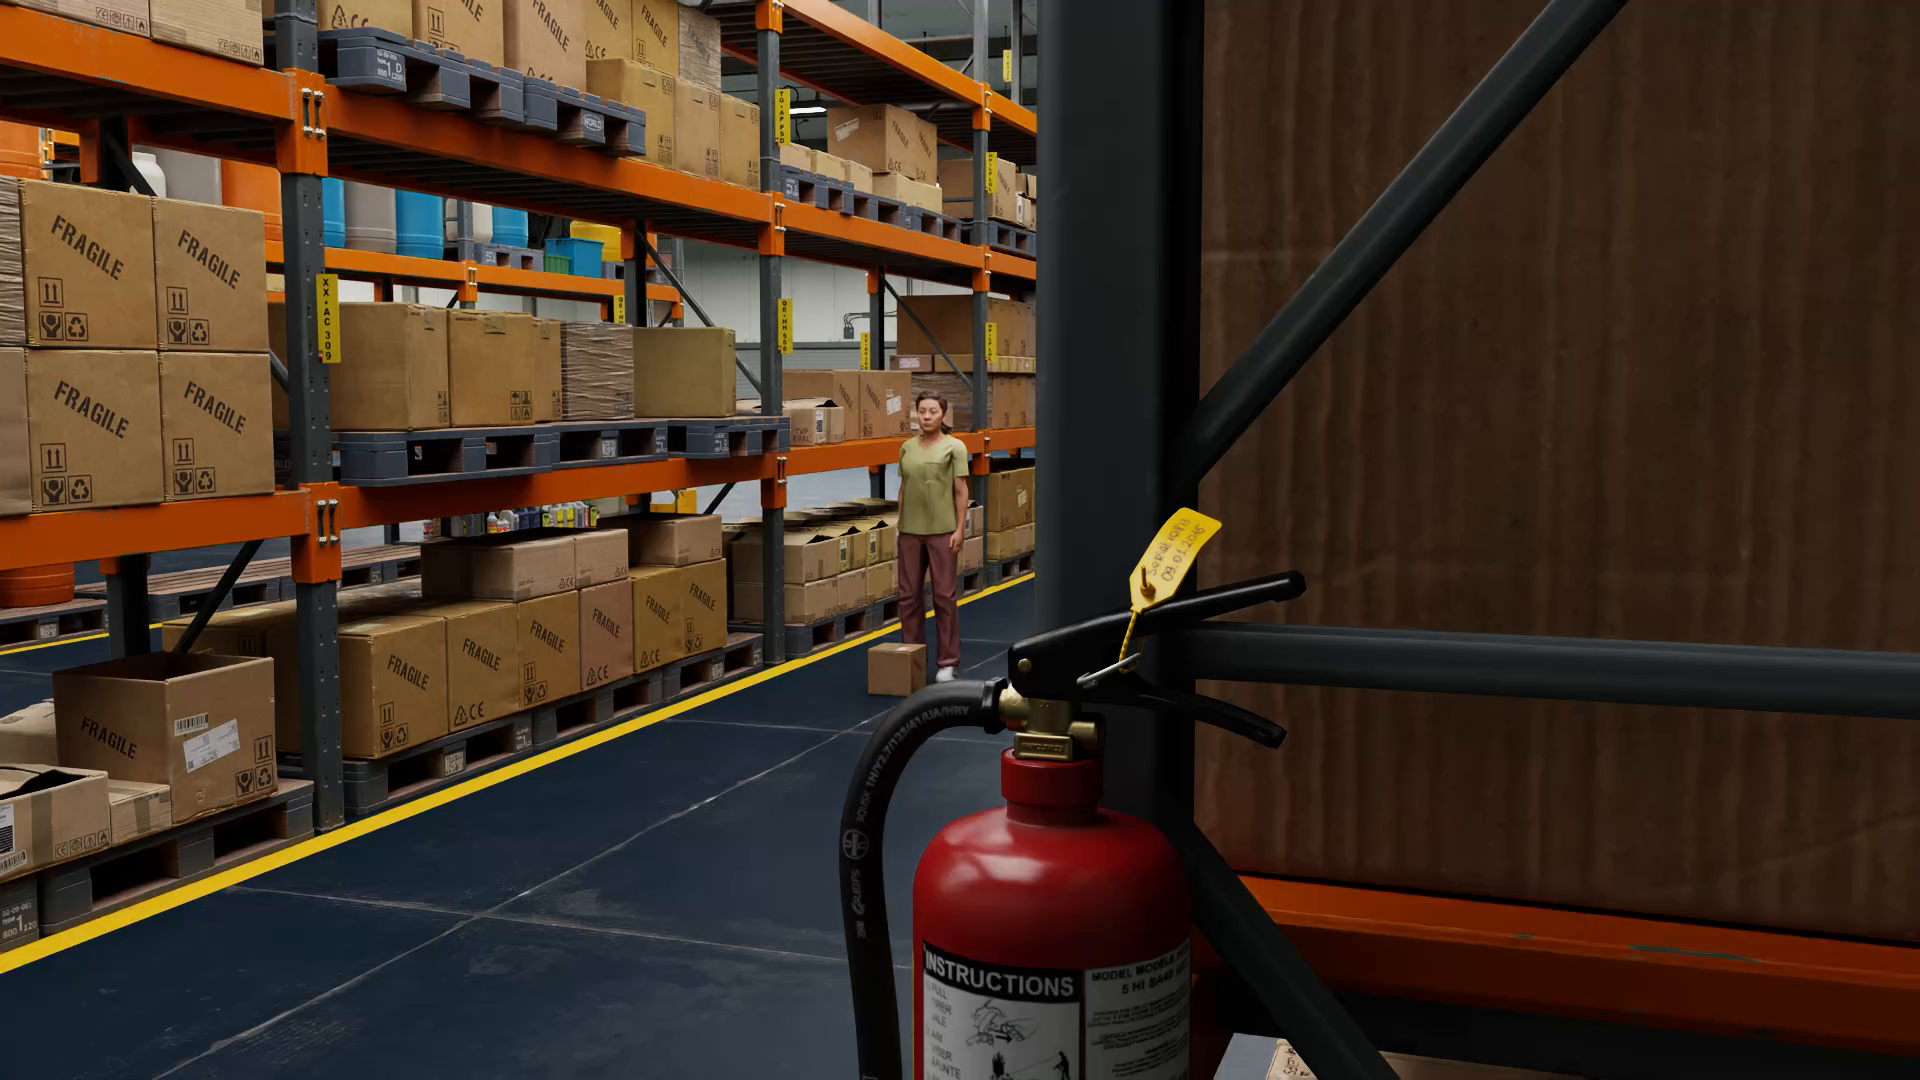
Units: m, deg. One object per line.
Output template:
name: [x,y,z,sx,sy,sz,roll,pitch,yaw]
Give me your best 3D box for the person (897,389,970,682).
person: [-0.166,-0.028,9.592,0.440,1.676,0.356,2,6,21]
